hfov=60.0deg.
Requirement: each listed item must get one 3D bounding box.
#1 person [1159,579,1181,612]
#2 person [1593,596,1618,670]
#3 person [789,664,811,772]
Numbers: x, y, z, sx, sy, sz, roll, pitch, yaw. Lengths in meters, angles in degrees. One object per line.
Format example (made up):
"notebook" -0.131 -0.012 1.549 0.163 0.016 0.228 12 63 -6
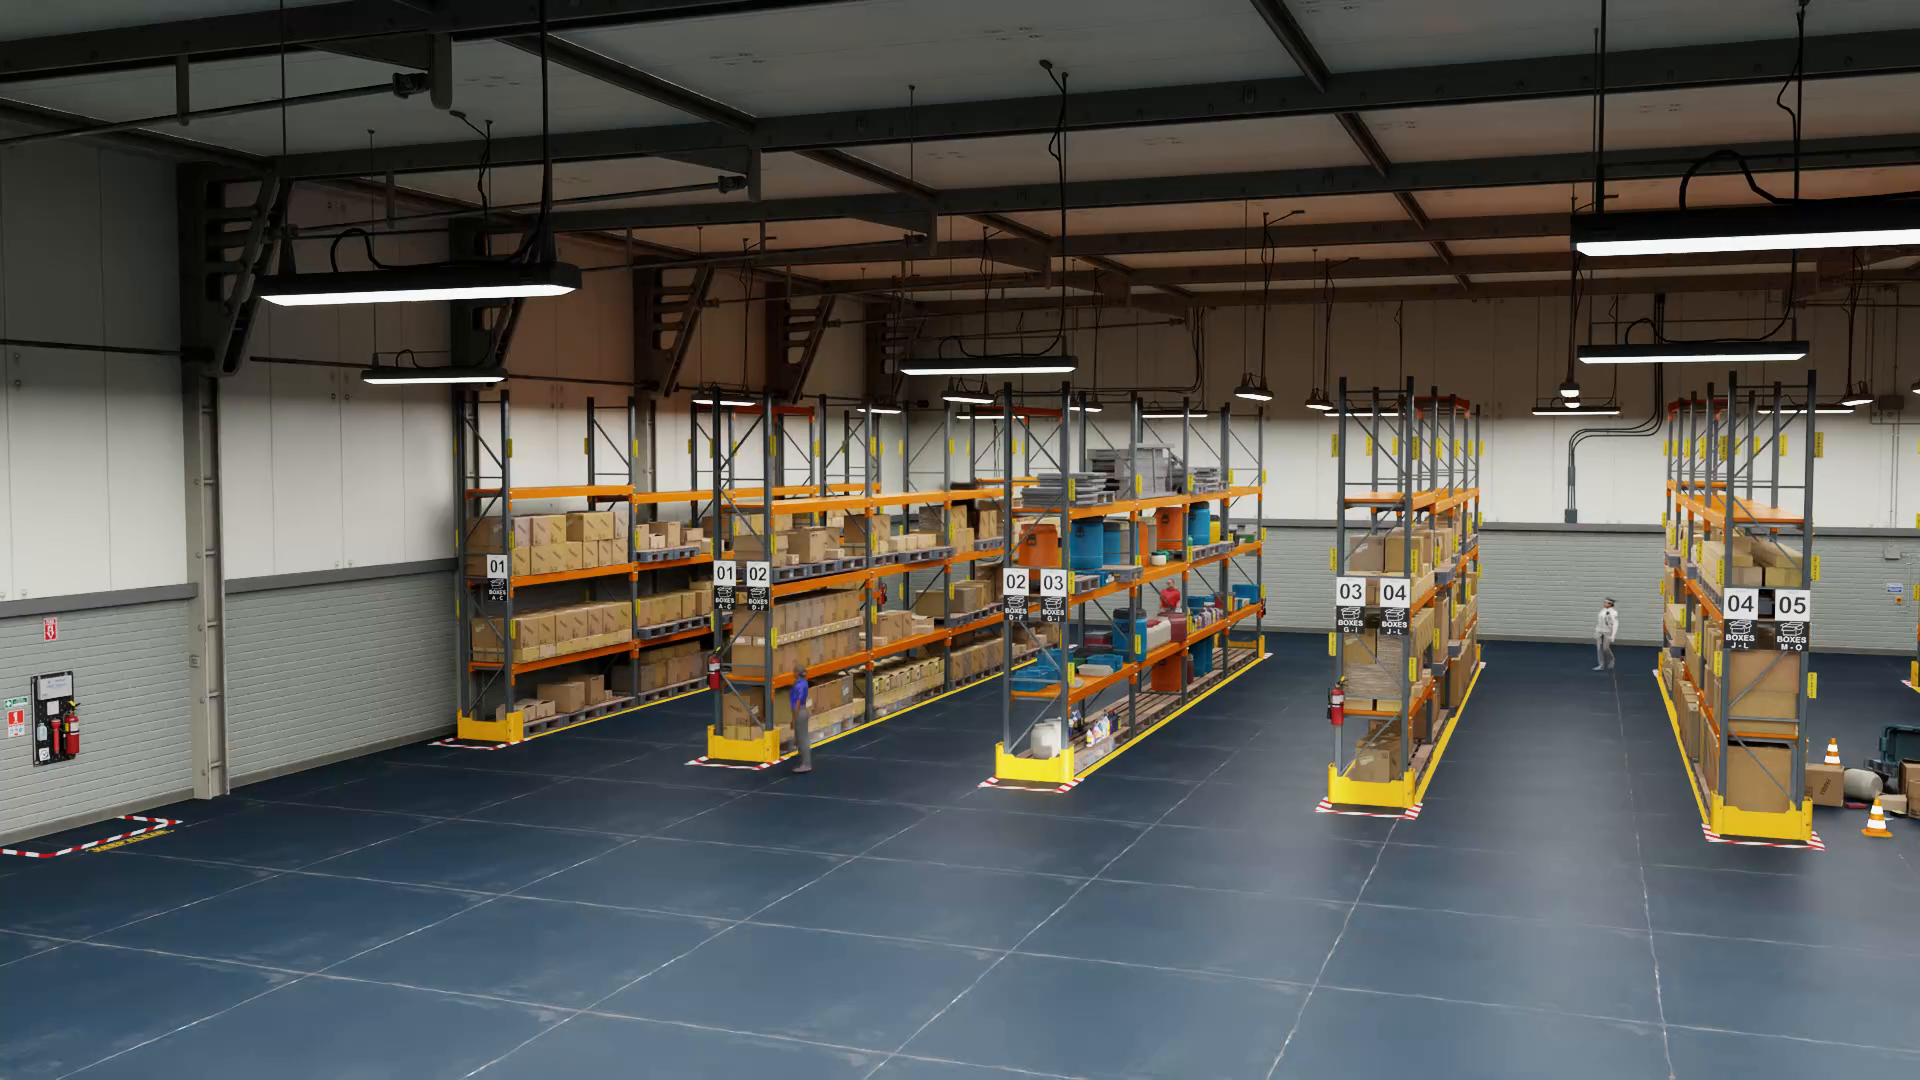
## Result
"person" 5.287 1.848 41.841 0.558 1.705 0.638 0 3 -3
"person" 14.490 2.096 37.313 0.466 1.671 0.558 -2 4 -37
"person" -2.478 2.765 25.749 0.347 1.686 0.506 0 3 -3
